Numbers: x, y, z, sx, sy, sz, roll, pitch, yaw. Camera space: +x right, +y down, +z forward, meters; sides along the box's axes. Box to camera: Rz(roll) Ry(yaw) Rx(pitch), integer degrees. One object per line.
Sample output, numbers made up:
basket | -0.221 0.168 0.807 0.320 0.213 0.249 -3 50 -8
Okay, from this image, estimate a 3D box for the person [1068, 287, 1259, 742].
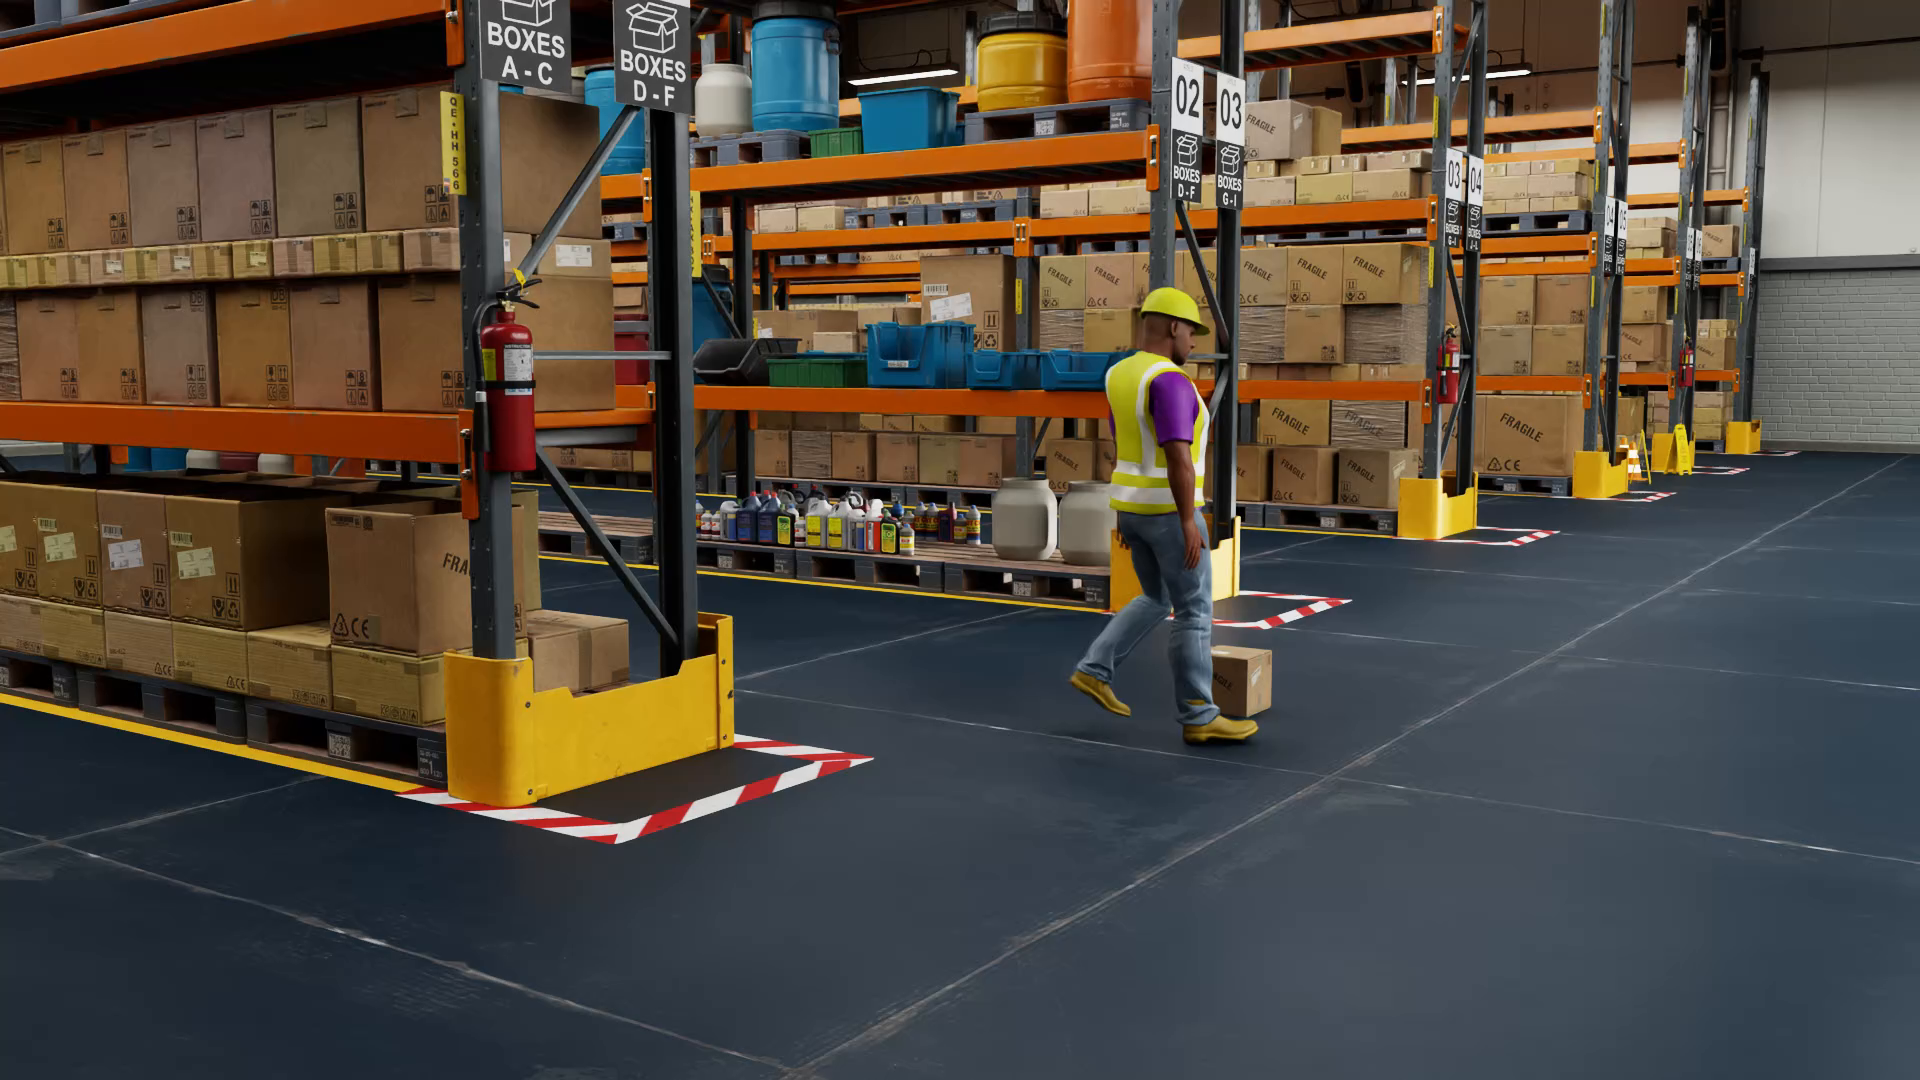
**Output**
person | 0.796 -0.107 6.548 0.638 1.761 0.655 -3 7 -22
